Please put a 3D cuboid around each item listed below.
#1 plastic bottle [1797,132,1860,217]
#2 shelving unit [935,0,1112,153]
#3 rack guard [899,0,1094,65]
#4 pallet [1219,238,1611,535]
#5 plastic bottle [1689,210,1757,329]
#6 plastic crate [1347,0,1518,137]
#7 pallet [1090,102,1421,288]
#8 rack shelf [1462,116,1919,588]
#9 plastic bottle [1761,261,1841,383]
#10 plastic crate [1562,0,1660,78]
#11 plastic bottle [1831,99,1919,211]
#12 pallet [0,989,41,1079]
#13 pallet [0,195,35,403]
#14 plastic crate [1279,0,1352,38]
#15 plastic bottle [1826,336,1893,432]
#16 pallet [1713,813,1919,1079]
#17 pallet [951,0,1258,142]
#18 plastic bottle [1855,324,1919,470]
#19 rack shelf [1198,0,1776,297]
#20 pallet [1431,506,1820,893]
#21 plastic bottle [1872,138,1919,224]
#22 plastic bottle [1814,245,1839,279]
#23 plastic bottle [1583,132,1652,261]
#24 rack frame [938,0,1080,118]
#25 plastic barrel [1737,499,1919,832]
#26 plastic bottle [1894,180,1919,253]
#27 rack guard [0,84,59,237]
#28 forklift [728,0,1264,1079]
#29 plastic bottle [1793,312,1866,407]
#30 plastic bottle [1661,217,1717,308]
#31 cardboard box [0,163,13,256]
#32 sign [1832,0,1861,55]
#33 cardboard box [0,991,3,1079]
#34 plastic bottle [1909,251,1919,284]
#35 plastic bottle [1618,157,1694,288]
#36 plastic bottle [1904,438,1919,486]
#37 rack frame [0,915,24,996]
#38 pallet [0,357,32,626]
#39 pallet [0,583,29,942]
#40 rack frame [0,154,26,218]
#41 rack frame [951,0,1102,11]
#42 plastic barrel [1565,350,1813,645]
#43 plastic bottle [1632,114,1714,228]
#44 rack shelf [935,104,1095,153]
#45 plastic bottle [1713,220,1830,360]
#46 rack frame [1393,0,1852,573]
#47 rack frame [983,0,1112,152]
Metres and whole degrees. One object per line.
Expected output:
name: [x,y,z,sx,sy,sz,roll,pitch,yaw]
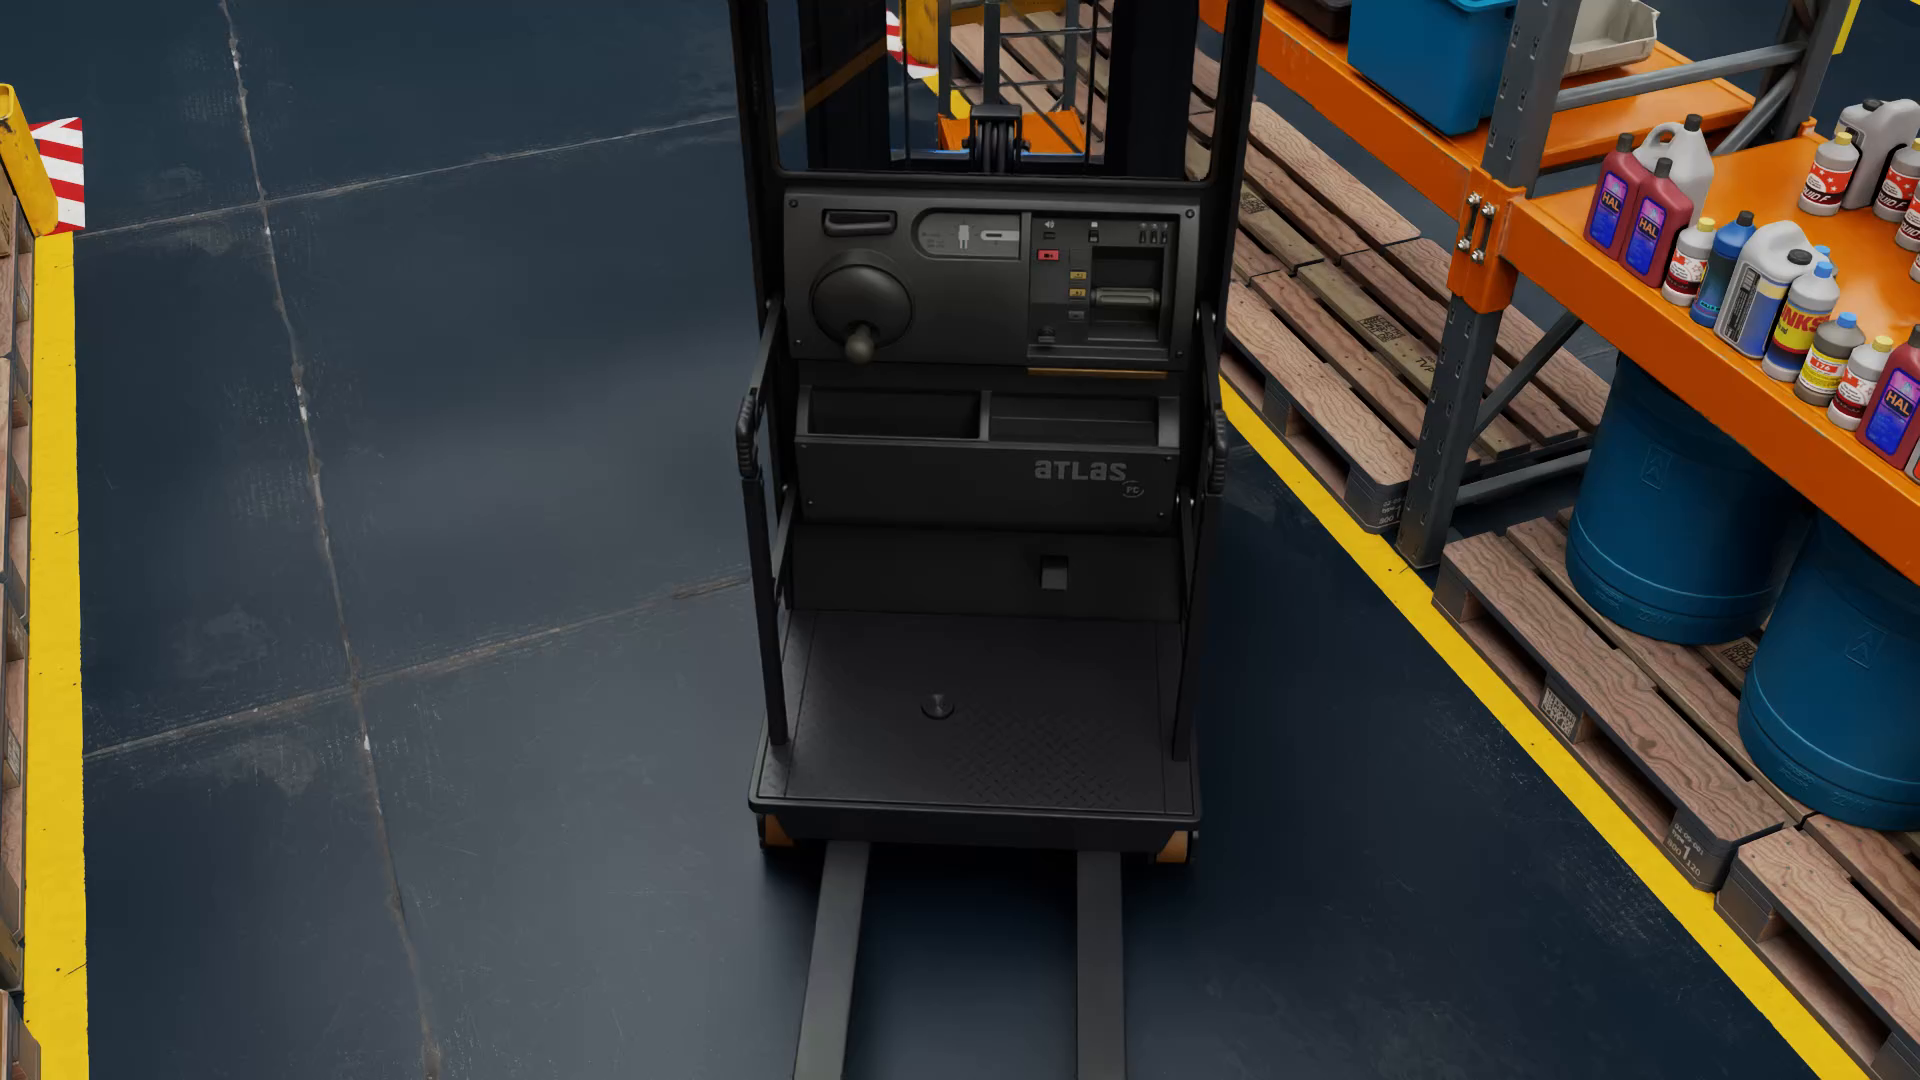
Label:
plastic bottle: [2.188,-0.925,4.177,0.097,0.201,0.097,0,41,0]
shelving unit: [0.244,-1.327,5.643,0.587,1.500,1.083,-5,41,-6]
rack guard: [0.295,-2.672,7.974,1.175,0.500,0.348,-15,43,-17]
pallet: [1.529,-0.575,5.757,1.003,0.211,1.213,-15,43,-17]
plastic bottle: [1.742,-0.619,3.768,0.097,0.271,0.097,0,41,0]
plastic crate: [1.352,-1.412,4.557,0.392,0.384,0.575,-15,43,-17]
pallet: [1.058,-1.311,6.613,1.003,0.211,1.213,-15,43,-17]
rack shelf: [2.611,0.279,3.177,1.077,0.370,4.000,-15,43,-17]
plastic bottle: [1.830,-0.479,3.605,0.097,0.271,0.097,0,41,0]
plastic crate: [1.800,-1.438,4.778,0.396,0.136,0.243,-15,43,-17]
plastic bottle: [2.296,-0.995,4.202,0.152,0.276,0.135,-15,43,-17]
pallet: [-2.385,1.572,3.260,1.003,0.211,1.213,-15,43,-17]
pallet: [-3.927,-0.792,6.009,1.003,0.211,1.213,-15,43,-17]
plastic crate: [1.170,-1.725,5.120,0.437,0.125,0.590,-15,43,-17]
plastic bottle: [1.905,-0.335,3.492,0.097,0.201,0.097,0,41,0]
pallet: [2.574,1.070,3.844,1.003,0.211,1.213,-15,43,-17]
pallet: [0.595,-2.045,7.466,1.003,0.211,1.213,-15,43,-17]
plastic bottle: [1.932,-0.292,3.379,0.061,0.283,0.133,-15,43,-17]
rack shelf: [1.081,-2.131,5.979,1.077,0.370,4.000,-15,43,-17]
pallet: [2.103,0.334,4.700,1.003,0.211,1.213,-15,43,-17]
plastic bottle: [2.365,-0.904,4.153,0.097,0.201,0.097,0,41,0]
plastic bottle: [1.919,-0.572,3.767,0.097,0.201,0.097,0,41,0]
plastic bottle: [1.592,-0.827,4.001,0.061,0.283,0.133,-15,43,-17]
rack frame: [0.172,-1.649,6.017,0.500,1.500,0.032,-5,41,-6]
plastic barrel: [2.310,0.196,4.009,0.600,0.901,0.708,-15,43,-17]
plastic bottle: [2.360,-0.808,4.042,0.097,0.201,0.097,0,41,0]
rack guard: [-4.233,-1.382,6.473,1.175,0.500,0.348,-15,43,-17]
forklift: [0.058,-0.503,3.587,1.130,2.935,3.031,2,41,2]
plastic bottle: [1.868,-0.394,3.560,0.097,0.201,0.097,0,41,0]
plastic bottle: [1.704,-0.651,3.859,0.097,0.201,0.097,0,41,0]
cardboard box: [-3.826,-1.328,6.073,0.500,0.500,0.500,-15,43,-17]
sign: [2.355,-1.440,4.412,0.100,0.325,0.005,-15,43,-17]
cardboard box: [-2.278,1.041,3.318,0.500,0.500,0.500,-15,43,-17]
plastic bottle: [2.327,-0.704,3.921,0.097,0.201,0.097,0,41,0]
plastic bottle: [1.643,-0.747,3.908,0.061,0.283,0.133,-15,43,-17]
plastic bottle: [2.026,-0.220,3.301,0.152,0.276,0.135,-15,43,-17]
rack frame: [-2.732,0.035,2.909,1.000,3.000,0.127,-15,43,-17]
pallet: [-3.464,-0.058,5.156,1.003,0.211,1.213,-15,43,-17]
pallet: [-2.994,0.678,4.300,1.003,0.211,1.213,-15,43,-17]
rack frame: [-4.262,-2.375,5.711,1.000,3.000,0.127,-15,43,-17]
rack frame: [0.316,-3.609,7.146,1.000,3.000,0.127,-15,43,-17]
plastic barrel: [2.039,-0.231,4.505,0.600,0.901,0.708,-15,43,-17]
plastic bottle: [1.697,-0.863,3.991,0.144,0.351,0.185,-15,43,-17]
rack shelf: [0.245,-1.185,5.753,0.538,0.185,1.000,-5,41,-6]
plastic bottle: [1.811,-0.558,3.693,0.152,0.276,0.135,-15,43,-17]
rack frame: [1.846,-1.199,4.344,1.000,3.000,0.127,-15,43,-17]
rack frame: [0.319,-0.993,5.254,0.500,1.500,0.032,-5,41,-6]
